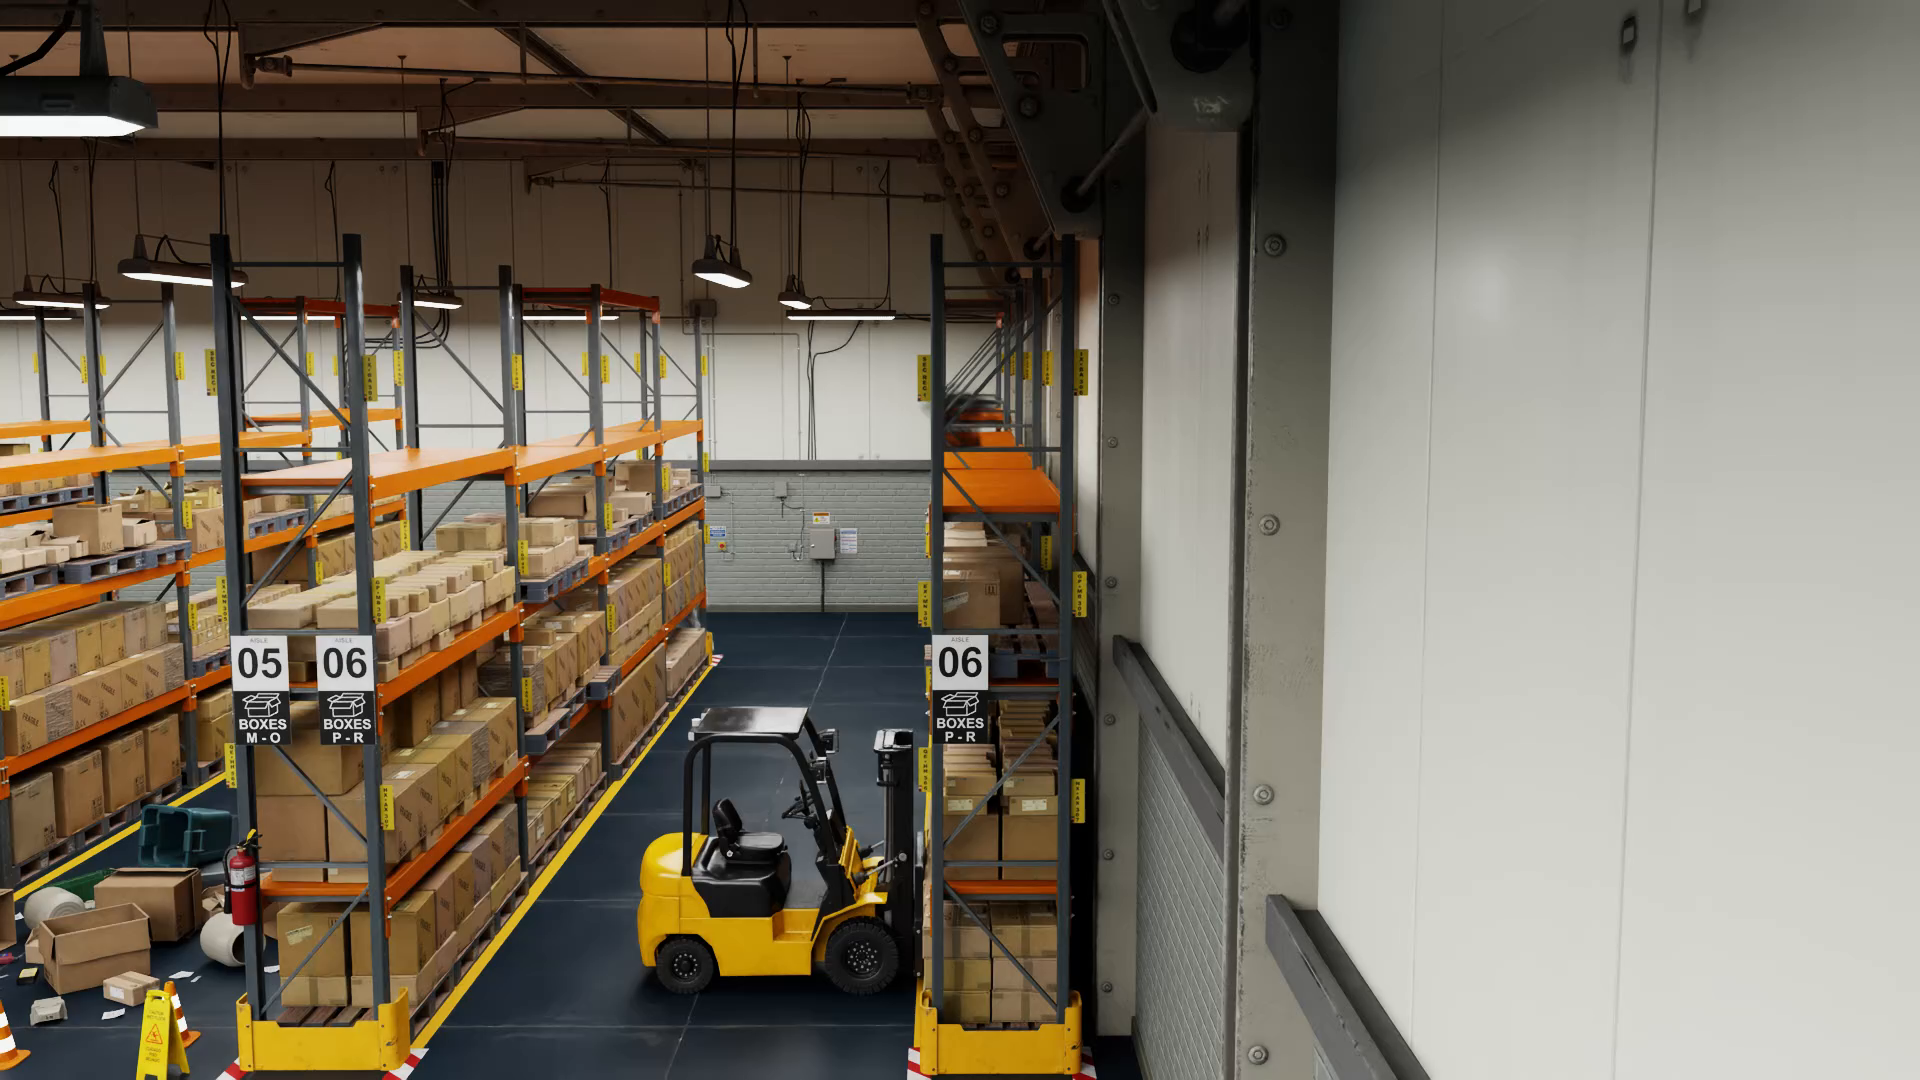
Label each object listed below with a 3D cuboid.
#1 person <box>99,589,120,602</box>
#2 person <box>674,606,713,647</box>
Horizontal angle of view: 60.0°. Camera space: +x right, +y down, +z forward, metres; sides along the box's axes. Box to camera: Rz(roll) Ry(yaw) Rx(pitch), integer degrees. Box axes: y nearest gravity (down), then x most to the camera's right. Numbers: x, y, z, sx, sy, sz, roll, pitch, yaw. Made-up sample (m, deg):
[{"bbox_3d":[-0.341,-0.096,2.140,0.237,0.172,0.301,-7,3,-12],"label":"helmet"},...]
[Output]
[{"bbox_3d":[-15.282,1.105,29.325,1.097,1.613,0.726,4,8,34],"label":"person"},{"bbox_3d":[-4.783,1.155,29.031,0.906,1.610,0.495,0,6,0],"label":"person"}]
